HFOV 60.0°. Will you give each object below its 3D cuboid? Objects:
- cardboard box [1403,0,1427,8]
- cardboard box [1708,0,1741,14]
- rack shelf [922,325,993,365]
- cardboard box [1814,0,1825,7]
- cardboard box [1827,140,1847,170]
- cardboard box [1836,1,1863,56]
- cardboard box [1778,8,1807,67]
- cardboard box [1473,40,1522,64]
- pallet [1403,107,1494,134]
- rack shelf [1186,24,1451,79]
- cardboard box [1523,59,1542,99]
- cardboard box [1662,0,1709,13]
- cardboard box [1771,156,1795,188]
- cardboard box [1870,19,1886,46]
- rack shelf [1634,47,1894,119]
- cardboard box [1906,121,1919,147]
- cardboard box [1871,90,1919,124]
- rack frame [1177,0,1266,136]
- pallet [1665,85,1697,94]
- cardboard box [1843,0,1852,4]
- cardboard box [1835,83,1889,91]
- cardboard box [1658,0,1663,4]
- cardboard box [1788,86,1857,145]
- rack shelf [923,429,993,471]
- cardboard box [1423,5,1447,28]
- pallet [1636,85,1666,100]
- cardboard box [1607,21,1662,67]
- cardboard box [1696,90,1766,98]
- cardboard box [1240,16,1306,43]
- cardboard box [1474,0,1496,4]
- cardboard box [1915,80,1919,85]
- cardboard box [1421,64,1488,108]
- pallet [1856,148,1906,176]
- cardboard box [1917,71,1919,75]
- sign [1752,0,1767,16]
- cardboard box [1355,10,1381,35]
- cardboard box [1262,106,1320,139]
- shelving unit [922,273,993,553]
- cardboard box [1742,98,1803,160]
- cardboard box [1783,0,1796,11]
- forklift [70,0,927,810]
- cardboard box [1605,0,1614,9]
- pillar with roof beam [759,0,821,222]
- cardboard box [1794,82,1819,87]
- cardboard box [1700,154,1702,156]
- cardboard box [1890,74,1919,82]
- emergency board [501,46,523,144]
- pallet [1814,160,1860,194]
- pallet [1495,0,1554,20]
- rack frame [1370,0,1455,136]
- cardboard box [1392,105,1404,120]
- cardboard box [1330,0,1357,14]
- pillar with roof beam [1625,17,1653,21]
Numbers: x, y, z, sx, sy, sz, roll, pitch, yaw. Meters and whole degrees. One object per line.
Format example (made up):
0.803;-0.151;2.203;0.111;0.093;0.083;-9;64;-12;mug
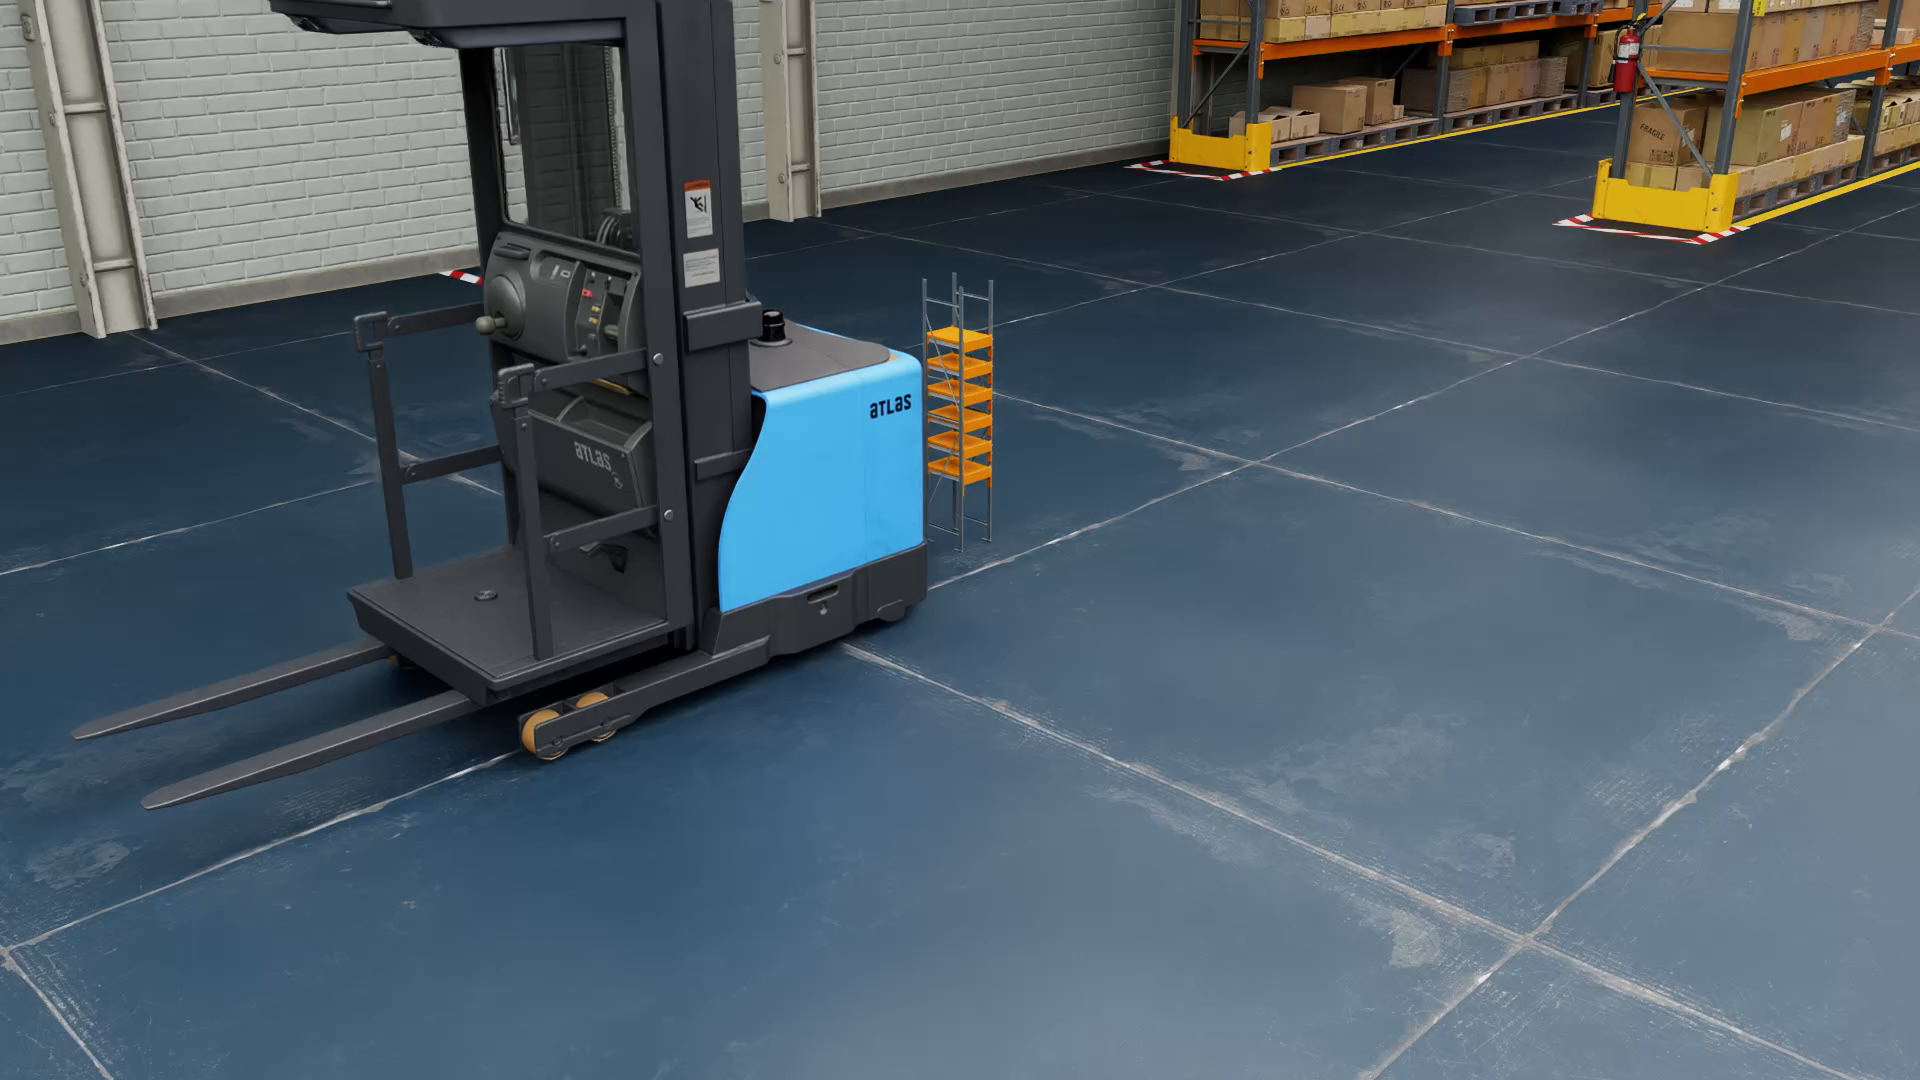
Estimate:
5.134;-6.507;19.459;0.500;0.500;0.500;19;28;40;cardboard box
6.775;-4.676;14.515;0.380;0.149;0.250;19;28;40;cardboard box
-0.010;-0.851;7.236;0.258;0.103;0.180;19;28;41;rack shelf
7.848;-5.071;15.542;0.380;0.149;0.250;20;28;41;cardboard box
8.615;-3.920;16.840;0.500;0.250;0.500;19;28;41;cardboard box
8.469;-5.101;16.526;0.700;0.500;0.500;19;28;40;cardboard box
7.396;-4.705;15.496;0.700;0.500;0.500;19;28;41;cardboard box
7.114;-6.501;22.132;0.500;0.250;0.500;19;28;40;cardboard box
6.128;-5.445;21.447;1.003;0.211;1.213;19;28;41;pallet
4.191;-5.696;19.217;1.077;0.370;4.000;19;28;41;rack shelf
7.469;-6.312;22.686;0.700;0.500;0.500;19;28;41;cardboard box
6.477;-4.775;14.772;0.380;0.149;0.250;19;28;40;cardboard box
7.576;-3.532;15.830;0.500;0.250;0.500;19;28;41;cardboard box
9.450;-5.375;17.587;0.500;0.250;0.500;-18;27;-39;cardboard box
7.743;-4.458;15.994;1.077;0.370;4.000;19;28;41;rack shelf
10.314;-4.527;18.418;0.500;0.250;0.500;18;28;39;cardboard box
10.318;-4.786;18.312;0.500;0.311;0.500;18;27;39;cardboard box
2.796;-5.518;17.750;1.000;3.000;0.127;19;28;41;rack frame
10.683;-7.084;25.711;1.003;0.211;1.213;19;28;41;pallet
8.390;-5.272;16.067;0.380;0.149;0.250;19;28;40;cardboard box
10.276;-5.049;18.995;0.500;0.311;0.500;19;28;40;cardboard box
10.216;-8.021;24.585;0.380;0.149;0.250;18;28;39;cardboard box
8.614;-4.270;16.706;0.500;0.500;0.500;19;28;41;cardboard box
-0.010;-0.403;7.409;0.258;0.103;0.180;19;28;41;rack shelf
5.473;-6.288;19.934;0.500;0.250;0.500;19;28;41;cardboard box
9.831;-6.769;24.891;1.003;0.211;1.213;19;28;41;pallet
10.189;-7.366;24.970;0.750;0.750;0.750;-19;28;-40;cardboard box
7.545;-4.143;16.375;0.500;0.500;0.500;19;28;41;cardboard box
3.363;-5.503;17.893;0.500;0.250;0.500;18;28;39;cardboard box
6.360;-7.062;21.016;0.500;0.500;0.700;-17;27;-37;cardboard box
11.381;-5.178;19.332;0.500;0.311;0.500;19;28;40;cardboard box
6.412;-5.924;21.676;0.700;0.500;0.500;19;28;40;cardboard box
9.624;-4.205;18.220;1.003;0.211;1.213;19;28;41;pallet
12.413;-5.673;21.025;0.500;0.500;0.500;-19;28;-40;cardboard box
6.741;-4.580;13.992;0.100;0.325;0.005;19;28;41;sign
4.429;-5.899;18.923;0.500;0.250;0.500;20;28;41;cardboard box
3.740;-4.770;18.939;0.500;0.311;0.500;-17;27;-38;cardboard box
-0.010;-0.556;7.350;0.258;1.200;0.189;19;28;41;shelving unit
7.568;-3.885;15.703;0.500;0.500;0.500;19;28;41;cardboard box
7.310;-4.872;15.026;0.380;0.149;0.250;19;28;40;cardboard box
-1.541;-0.832;5.653;3.031;2.935;1.130;-19;28;-41;forklift
8.954;-7.556;23.374;0.250;0.149;0.380;-20;29;-41;cardboard box
1.563;-6.095;10.889;9.100;9.000;0.400;19;28;41;pillar with roof beam
8.590;-4.529;17.379;0.500;0.500;0.500;19;28;41;cardboard box
6.850;-3.535;15.838;0.500;0.250;0.500;19;28;41;cardboard box
11.352;-5.449;20.036;0.500;0.311;0.500;-19;28;-40;cardboard box
-3.273;-3.746;13.141;0.194;1.169;0.643;19;28;41;emergency board
8.553;-3.812;17.198;1.003;0.211;1.213;19;28;41;pallet
7.025;-6.966;21.784;1.003;0.211;1.213;19;28;41;pallet
5.586;-6.546;20.425;1.000;3.000;0.127;19;28;41;rack frame
5.234;-5.284;20.477;0.380;0.166;0.250;15;26;34;cardboard box
4.061;-6.111;18.428;0.500;0.500;0.500;18;27;39;cardboard box
14.120;-10.722;22.927;9.100;9.000;0.400;19;28;41;pillar with roof beam
